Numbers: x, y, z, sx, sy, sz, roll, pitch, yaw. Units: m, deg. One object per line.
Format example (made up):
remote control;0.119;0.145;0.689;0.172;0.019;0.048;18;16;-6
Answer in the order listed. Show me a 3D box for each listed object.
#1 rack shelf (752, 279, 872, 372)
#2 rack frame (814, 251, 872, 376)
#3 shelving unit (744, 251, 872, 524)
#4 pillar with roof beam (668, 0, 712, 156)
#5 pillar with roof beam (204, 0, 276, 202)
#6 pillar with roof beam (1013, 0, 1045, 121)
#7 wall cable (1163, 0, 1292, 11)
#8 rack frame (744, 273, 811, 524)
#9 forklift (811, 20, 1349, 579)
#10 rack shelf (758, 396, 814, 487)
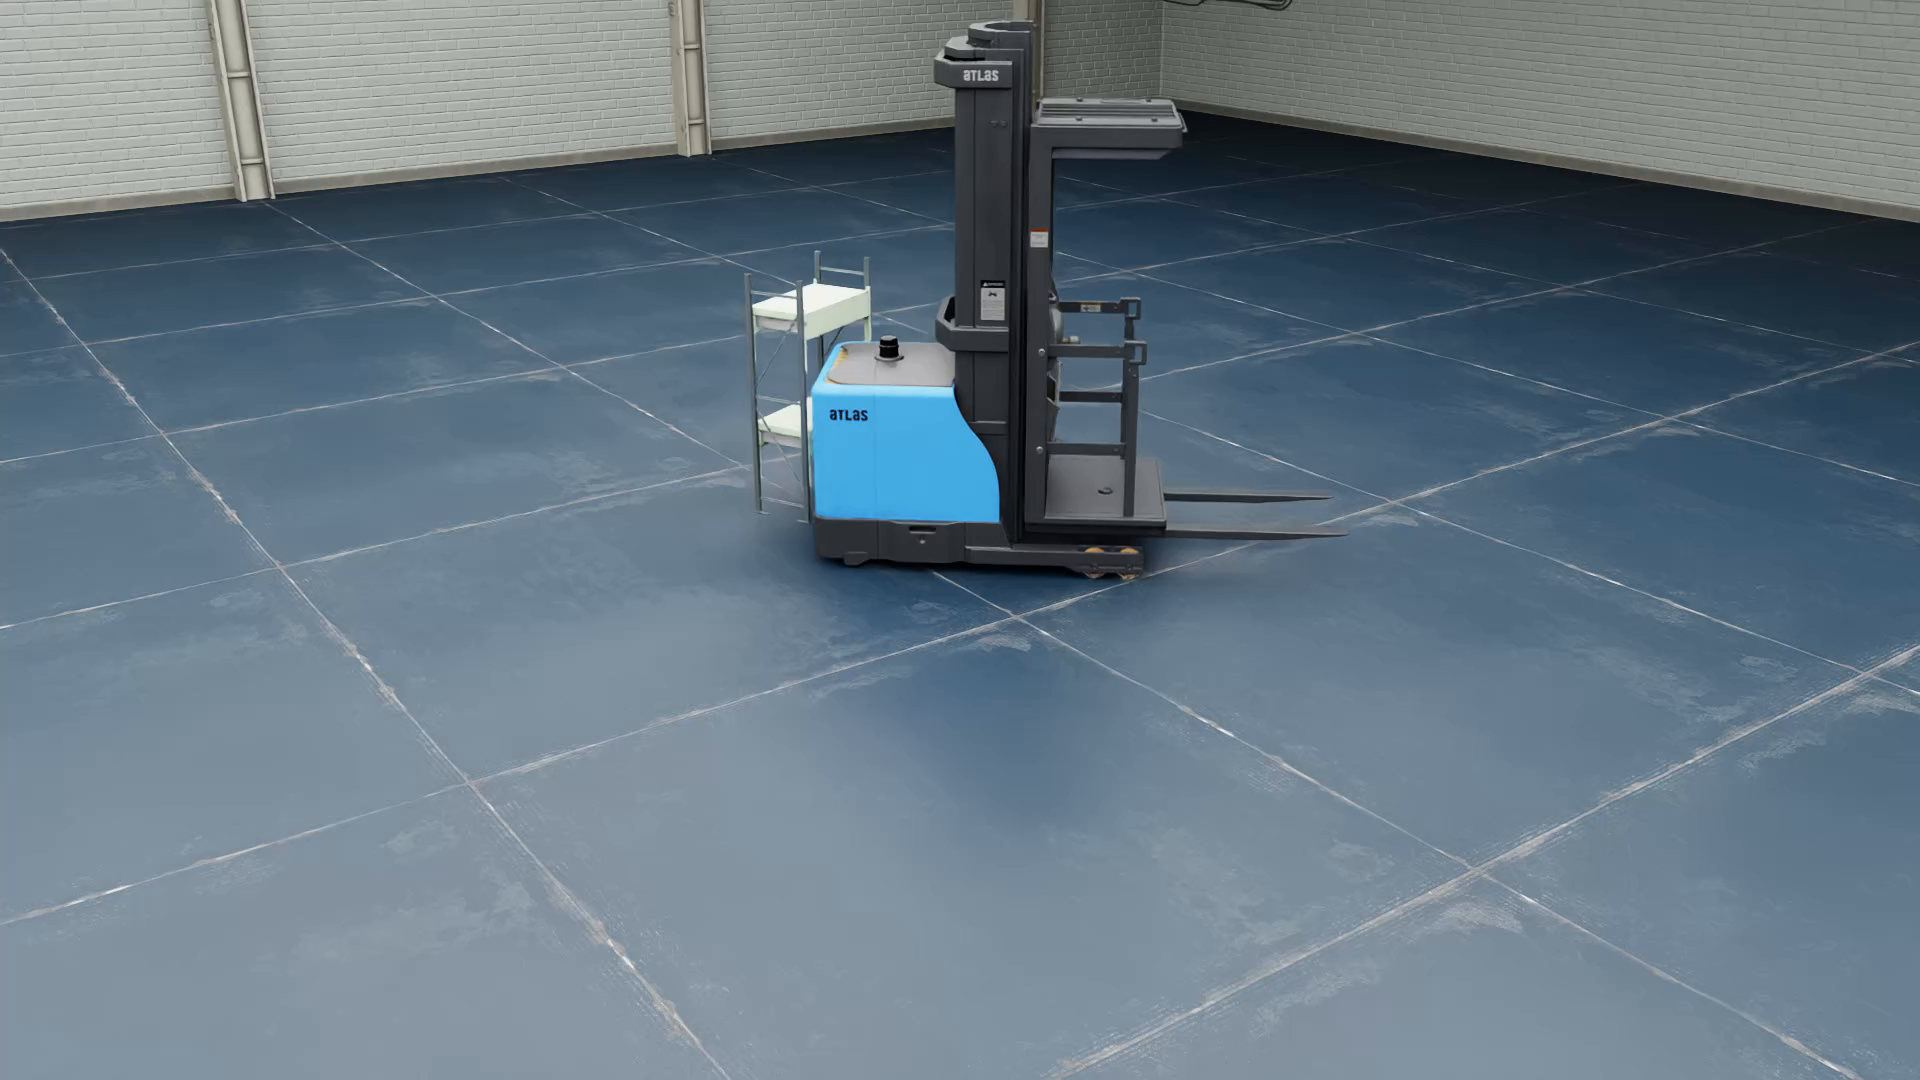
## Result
rack shelf;-0.909;-1.313;10.110;0.431;0.370;0.720;12;25;27
rack frame;-0.729;-1.068;10.550;0.400;1.500;0.023;12;25;27
shelving unit;-0.909;-0.950;10.254;0.431;1.500;0.755;12;25;27
pillar with roof beam;-1.264;-8.382;18.760;0.400;9.000;9.100;-15;26;-33
pillar with roof beam;-6.134;-7.083;15.505;0.400;9.000;9.100;-15;26;-33
pillar with roof beam;3.607;-9.681;22.014;0.400;9.000;9.100;-15;26;-33
wall cable;4.256;-9.773;26.436;0.112;2.526;3.097;-15;26;-33
rack frame;-1.089;-0.832;9.958;0.400;1.500;0.023;12;25;27
forklift;0.706;-1.349;9.321;3.031;2.935;1.130;1;22;4
rack shelf;-0.909;-0.648;10.375;0.431;0.370;0.720;12;25;27
